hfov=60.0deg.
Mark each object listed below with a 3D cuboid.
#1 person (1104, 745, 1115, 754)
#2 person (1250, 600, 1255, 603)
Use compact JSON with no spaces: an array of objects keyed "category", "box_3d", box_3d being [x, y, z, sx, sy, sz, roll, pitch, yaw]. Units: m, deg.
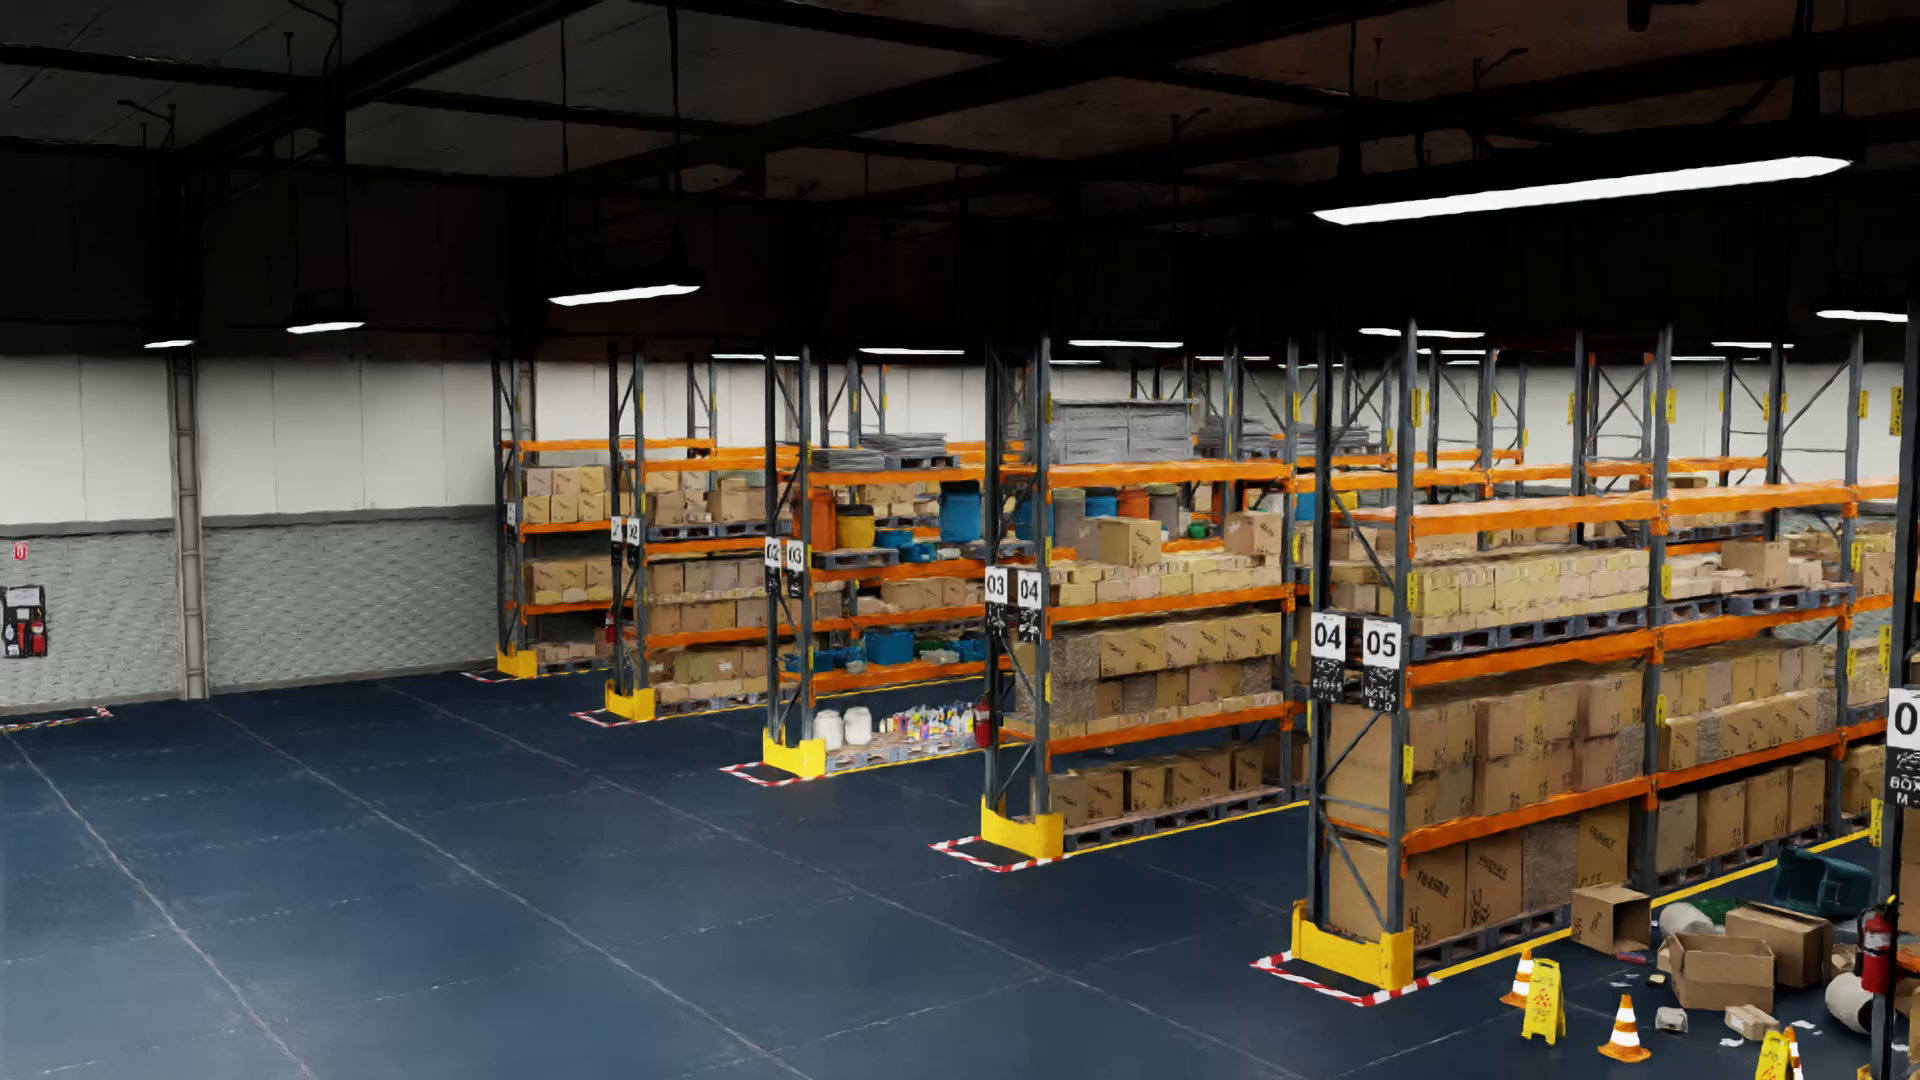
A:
[{"category":"person","box_3d":[2.095,2.216,24.045,0.735,1.658,0.904,4,6,36]},{"category":"person","box_3d":[7.160,0.911,39.210,1.089,1.584,0.488,-4,6,-39]}]
